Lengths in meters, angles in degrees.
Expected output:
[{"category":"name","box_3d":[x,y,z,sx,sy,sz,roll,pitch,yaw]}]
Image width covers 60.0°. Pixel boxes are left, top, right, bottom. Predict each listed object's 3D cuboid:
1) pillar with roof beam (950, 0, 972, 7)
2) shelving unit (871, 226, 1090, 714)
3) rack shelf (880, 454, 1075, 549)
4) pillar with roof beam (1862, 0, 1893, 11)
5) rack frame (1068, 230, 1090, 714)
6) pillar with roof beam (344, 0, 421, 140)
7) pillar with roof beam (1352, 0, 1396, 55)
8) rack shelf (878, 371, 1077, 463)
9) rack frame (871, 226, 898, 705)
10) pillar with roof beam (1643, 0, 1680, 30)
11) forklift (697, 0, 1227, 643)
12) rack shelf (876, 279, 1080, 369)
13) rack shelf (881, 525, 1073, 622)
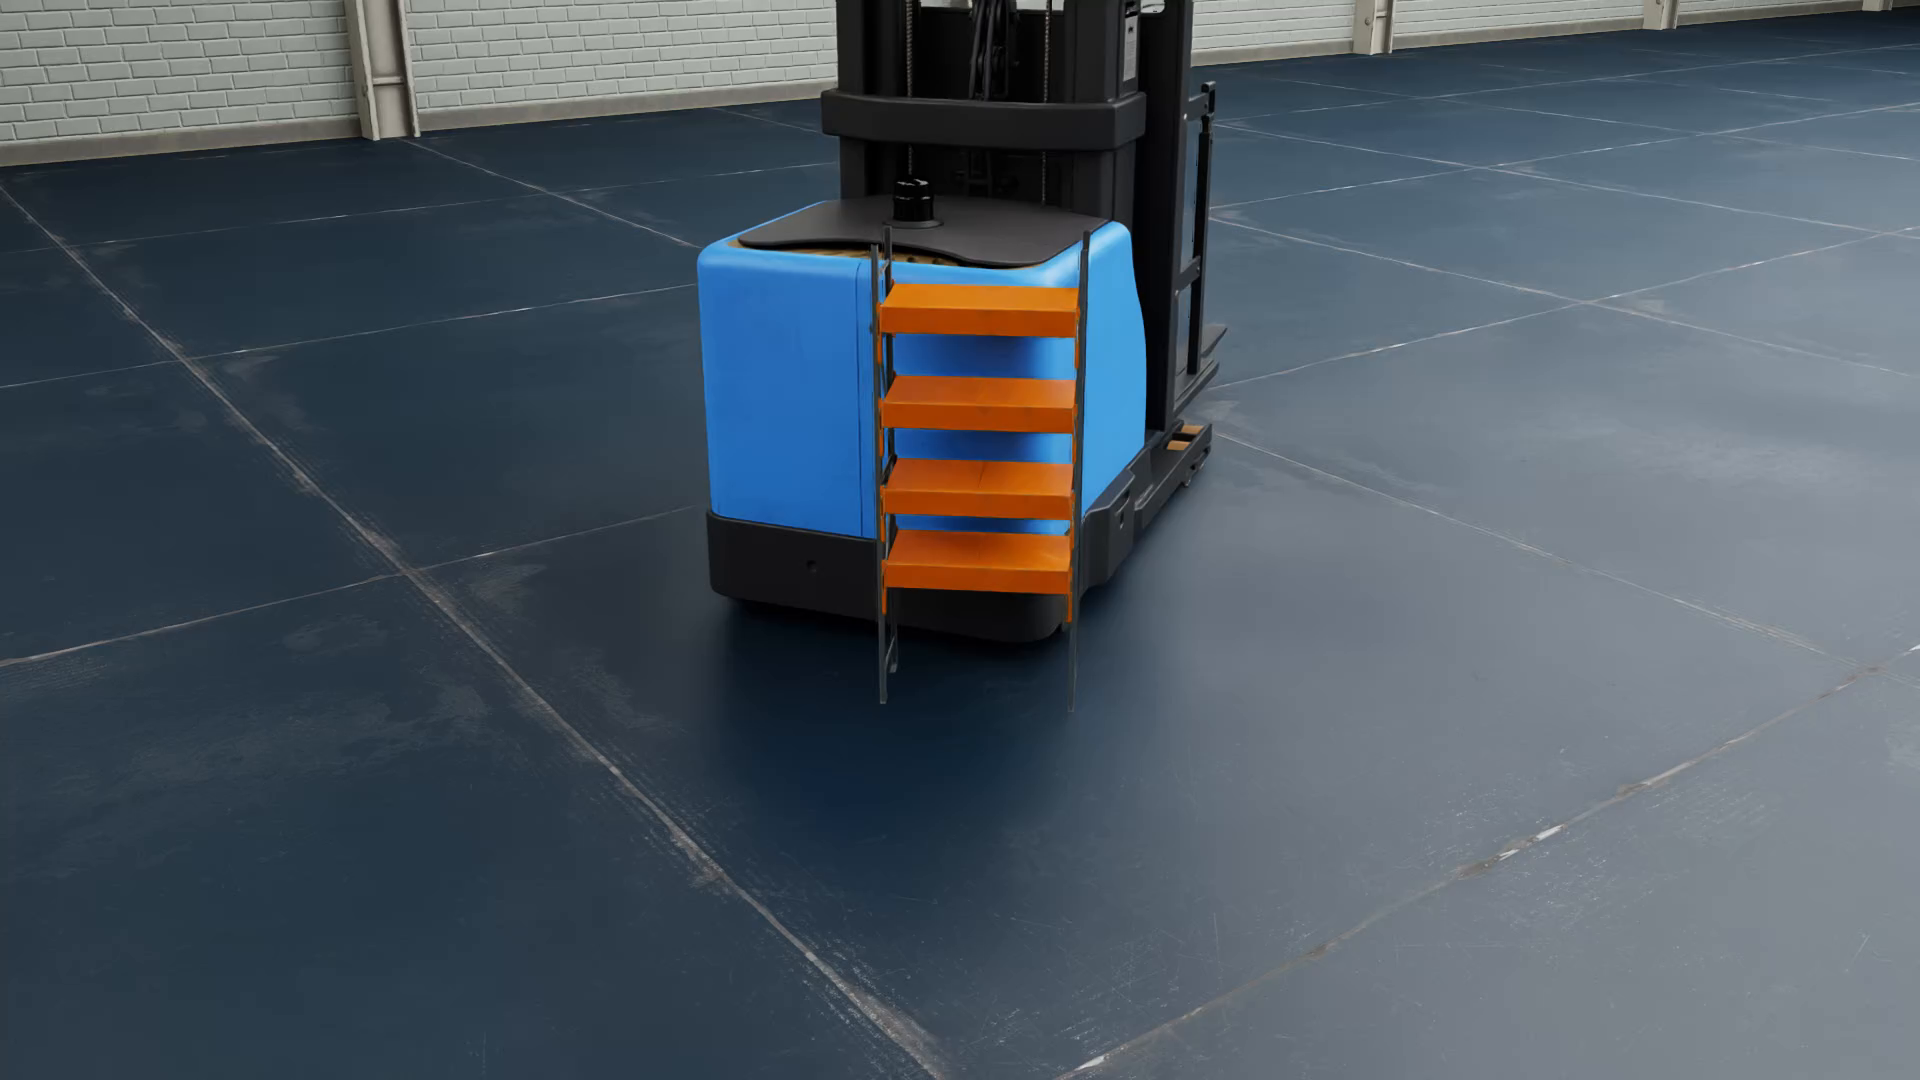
[{"category":"pillar with roof beam","box_3d":[2.666,-7.534,12.135,0.400,9.000,9.100,-15,26,-33]},{"category":"shelving unit","box_3d":[0.054,-0.163,4.186,0.503,1.200,0.258,2,22,6]},{"category":"rack shelf","box_3d":[0.054,-0.101,4.211,0.480,0.148,0.258,2,22,6]},{"category":"pillar with roof beam","box_3d":[17.277,-11.430,21.899,0.400,9.000,9.100,-15,26,-33]},{"category":"rack frame","box_3d":[0.297,-0.154,4.163,0.015,1.200,0.240,2,22,6]},{"category":"pillar with roof beam","box_3d":[-2.205,-6.235,8.880,0.400,9.000,9.100,-15,26,-33]},{"category":"pillar with roof beam","box_3d":[7.536,-8.833,15.389,0.400,9.000,9.100,-15,26,-33]},{"category":"rack shelf","box_3d":[0.054,-0.308,4.128,0.480,0.148,0.258,2,22,6]},{"category":"rack frame","box_3d":[-0.189,-0.173,4.210,0.015,1.200,0.240,2,22,6]},{"category":"pillar with roof beam","box_3d":[12.406,-10.131,18.644,0.400,9.000,9.100,-15,26,-33]},{"category":"forklift","box_3d":[0.275,-1.597,5.443,1.130,2.935,3.031,8,23,20]},{"category":"rack shelf","box_3d":[0.054,-0.528,4.041,0.480,0.148,0.258,2,22,6]},{"category":"rack shelf","box_3d":[0.054,0.084,4.285,0.480,0.148,0.258,2,22,6]}]
